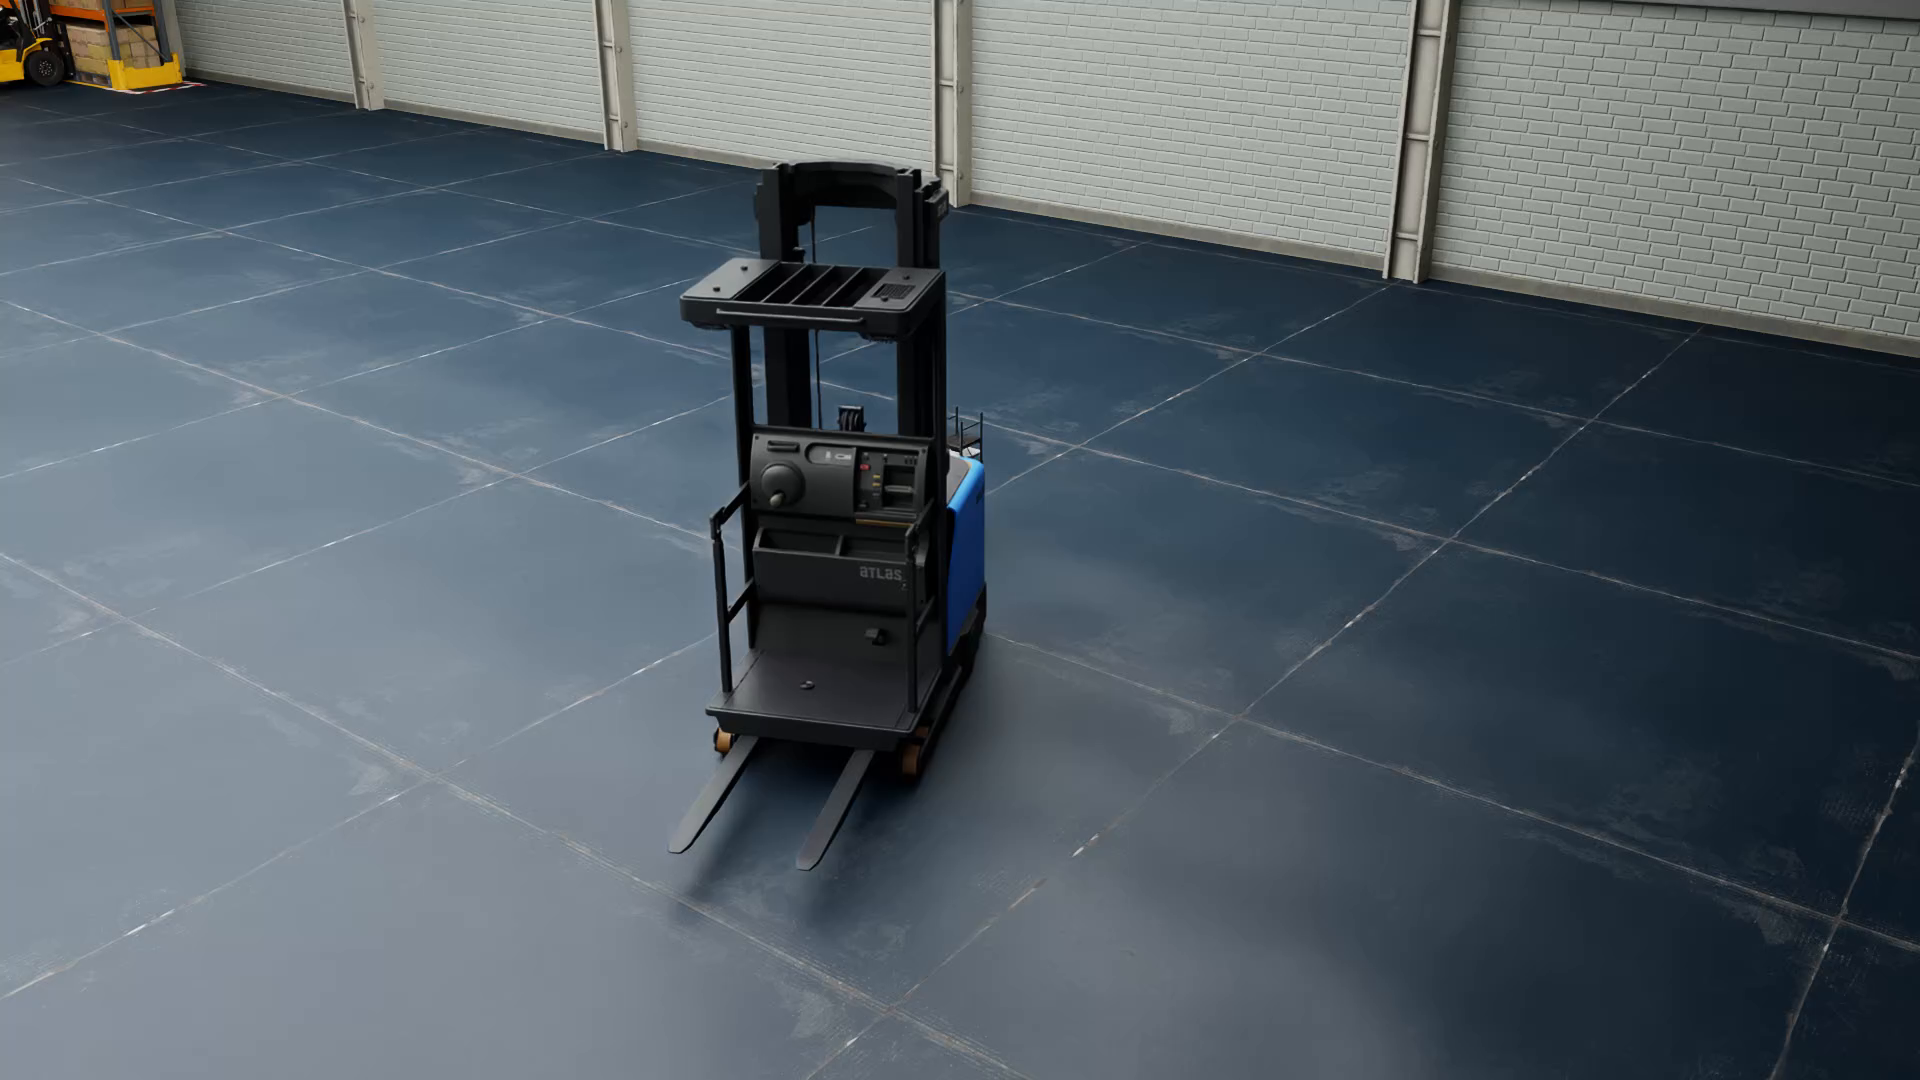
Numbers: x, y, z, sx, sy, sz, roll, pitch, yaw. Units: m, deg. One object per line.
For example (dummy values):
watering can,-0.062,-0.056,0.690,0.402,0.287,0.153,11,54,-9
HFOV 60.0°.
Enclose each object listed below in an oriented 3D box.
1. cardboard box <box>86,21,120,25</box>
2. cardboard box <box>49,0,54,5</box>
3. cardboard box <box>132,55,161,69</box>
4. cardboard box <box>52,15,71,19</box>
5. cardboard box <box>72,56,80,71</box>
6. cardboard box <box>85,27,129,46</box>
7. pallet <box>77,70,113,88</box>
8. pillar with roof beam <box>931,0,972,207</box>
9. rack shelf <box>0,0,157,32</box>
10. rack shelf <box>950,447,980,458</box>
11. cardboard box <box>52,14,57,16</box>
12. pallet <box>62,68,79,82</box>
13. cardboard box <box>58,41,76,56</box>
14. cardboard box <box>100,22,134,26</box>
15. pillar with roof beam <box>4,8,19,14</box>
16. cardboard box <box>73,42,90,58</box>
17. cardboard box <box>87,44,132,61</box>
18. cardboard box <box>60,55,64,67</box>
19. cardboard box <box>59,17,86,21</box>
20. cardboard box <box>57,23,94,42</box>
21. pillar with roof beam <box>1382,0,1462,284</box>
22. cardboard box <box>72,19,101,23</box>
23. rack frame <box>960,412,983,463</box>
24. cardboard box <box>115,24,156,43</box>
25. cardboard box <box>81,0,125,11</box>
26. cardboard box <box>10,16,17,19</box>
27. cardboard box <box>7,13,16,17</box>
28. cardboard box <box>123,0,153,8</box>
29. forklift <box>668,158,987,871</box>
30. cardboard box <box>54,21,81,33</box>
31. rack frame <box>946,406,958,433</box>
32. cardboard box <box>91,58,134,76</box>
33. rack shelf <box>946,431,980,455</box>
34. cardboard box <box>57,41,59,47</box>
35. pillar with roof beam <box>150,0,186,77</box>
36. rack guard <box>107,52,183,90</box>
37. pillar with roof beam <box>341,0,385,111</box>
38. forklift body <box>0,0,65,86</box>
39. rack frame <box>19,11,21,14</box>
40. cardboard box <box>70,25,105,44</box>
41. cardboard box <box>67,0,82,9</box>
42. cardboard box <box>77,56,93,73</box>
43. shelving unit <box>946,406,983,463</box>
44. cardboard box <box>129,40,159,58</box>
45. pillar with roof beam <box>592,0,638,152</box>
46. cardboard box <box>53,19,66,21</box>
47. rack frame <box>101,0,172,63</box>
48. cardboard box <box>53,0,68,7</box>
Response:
cardboard box,-15.556,-9.295,30.276,0.500,0.250,0.500,17,29,33
cardboard box,-16.269,-9.933,29.949,0.500,0.500,0.500,17,29,34
cardboard box,-14.765,-8.598,29.934,0.500,0.250,0.500,17,29,34
cardboard box,-16.766,-9.667,31.119,0.500,0.250,0.500,16,29,33
cardboard box,-15.842,-8.675,30.108,0.500,0.250,0.500,17,29,34
cardboard box,-15.045,-8.885,29.344,0.500,0.250,0.500,18,29,35
pallet,-15.126,-8.378,30.002,1.213,0.211,1.003,17,29,33
pillar with roof beam,-2.684,-6.945,15.852,0.400,9.000,9.100,17,29,33
rack shelf,-16.090,-9.637,30.294,4.000,0.370,1.077,17,29,33
rack shelf,-0.006,-0.548,11.014,0.200,0.077,0.258,17,29,33
cardboard box,-17.180,-9.785,31.386,0.500,0.250,0.500,17,29,34
pallet,-16.098,-8.673,30.672,1.213,0.211,1.003,17,29,33
cardboard box,-15.887,-8.905,30.009,0.500,0.250,0.500,16,28,32
cardboard box,-15.162,-9.171,29.993,0.500,0.250,0.500,17,29,33
pillar with roof beam,-21.889,-12.749,29.024,0.400,9.000,9.100,17,29,33
cardboard box,-15.461,-8.787,29.741,0.500,0.250,0.500,16,29,33
cardboard box,-15.066,-8.662,29.458,0.500,0.250,0.500,16,29,33
cardboard box,-16.271,-8.794,30.377,0.500,0.250,0.500,18,29,35
cardboard box,-16.369,-9.540,30.832,0.500,0.250,0.500,17,29,34
cardboard box,-15.867,-9.125,29.889,0.500,0.250,0.500,17,29,34
pillar with roof beam,2.117,-5.494,12.559,0.400,9.000,9.100,17,29,33
cardboard box,-15.962,-9.421,30.562,0.500,0.250,0.500,16,28,32
rack frame,0.075,-0.389,11.017,0.006,0.900,0.240,17,29,33
cardboard box,-14.760,-9.051,29.722,0.500,0.250,0.500,16,29,33
cardboard box,-15.040,-9.562,29.109,0.500,0.500,0.500,16,28,32
cardboard box,-17.491,-9.623,31.019,0.500,0.250,0.500,16,29,33
cardboard box,-18.730,-9.868,32.350,0.625,0.625,0.875,16,29,33
cardboard box,-14.719,-9.738,29.506,0.500,0.500,0.500,18,29,35
forklift,-0.663,-0.298,8.290,1.130,2.935,3.031,5,24,11
cardboard box,-16.267,-9.250,30.173,0.500,0.250,0.500,16,28,32
rack frame,-0.088,-0.438,11.129,0.006,0.900,0.240,17,29,33
cardboard box,-15.055,-8.428,29.547,0.500,0.250,0.500,17,29,34
rack shelf,-0.006,-0.630,10.978,0.200,0.077,0.258,17,29,33
cardboard box,-16.285,-9.027,30.287,0.500,0.250,0.500,17,29,33
pillar with roof beam,-17.088,-11.298,25.731,0.400,9.000,9.100,17,29,33
rack guard,-14.470,-8.333,29.542,0.348,0.500,1.175,17,29,33
pillar with roof beam,-12.287,-9.847,22.438,0.400,9.000,9.100,17,29,33
forklift body,-17.101,-8.964,28.927,1.214,2.155,2.313,17,29,33
rack frame,-17.690,-10.450,31.247,0.127,3.000,1.000,17,29,33
cardboard box,-15.457,-9.006,29.620,0.500,0.250,0.500,17,29,34
cardboard box,-15.450,-9.691,29.400,0.500,0.500,0.500,18,29,35
cardboard box,-15.447,-8.551,29.827,0.500,0.250,0.500,17,29,33
shelving unit,-0.006,-0.414,11.073,0.210,0.900,0.258,17,29,33
cardboard box,-14.741,-8.826,29.830,0.500,0.250,0.500,17,29,34
pillar with roof beam,-7.485,-8.396,19.145,0.400,9.000,9.100,17,29,33
cardboard box,-16.683,-9.379,30.467,0.500,0.250,0.500,18,29,35
rack frame,-14.489,-9.482,29.051,0.127,3.000,1.000,17,29,33
cardboard box,-15.860,-9.815,29.681,0.500,0.500,0.500,16,29,32
